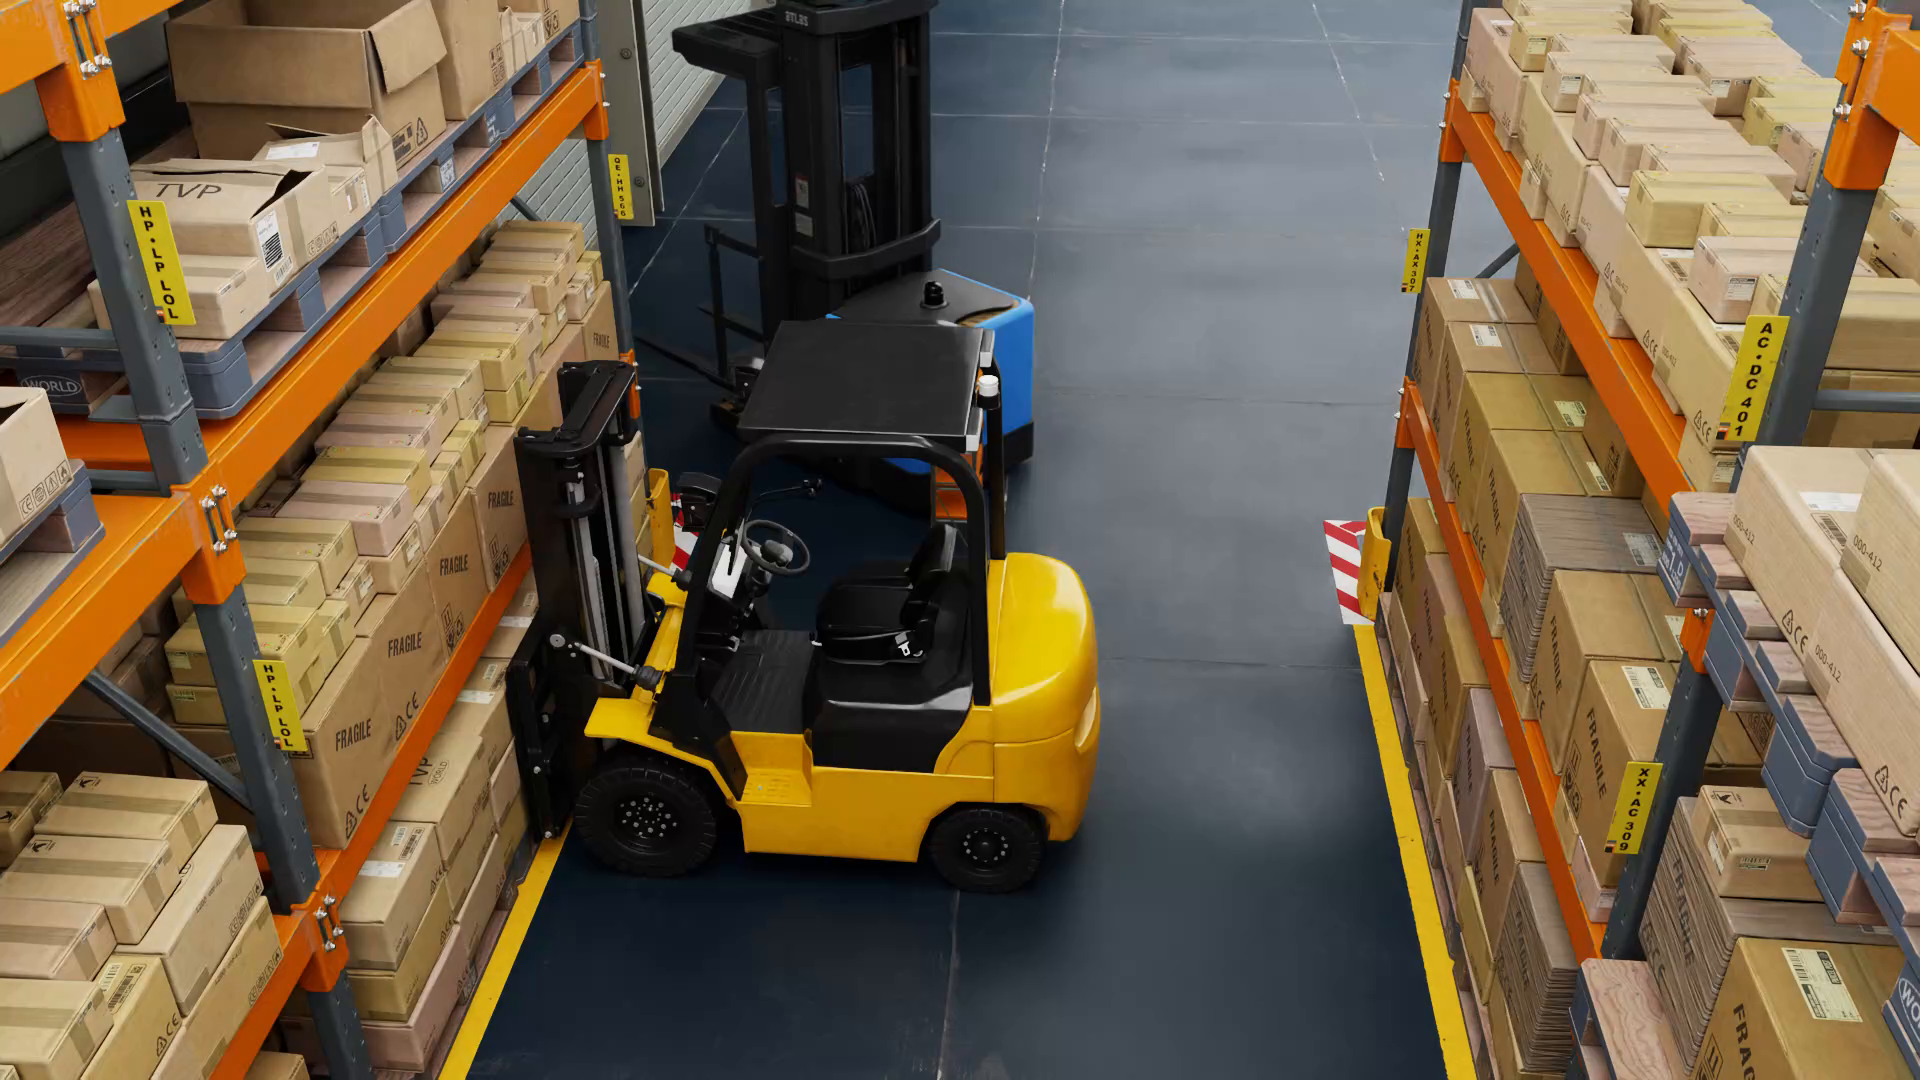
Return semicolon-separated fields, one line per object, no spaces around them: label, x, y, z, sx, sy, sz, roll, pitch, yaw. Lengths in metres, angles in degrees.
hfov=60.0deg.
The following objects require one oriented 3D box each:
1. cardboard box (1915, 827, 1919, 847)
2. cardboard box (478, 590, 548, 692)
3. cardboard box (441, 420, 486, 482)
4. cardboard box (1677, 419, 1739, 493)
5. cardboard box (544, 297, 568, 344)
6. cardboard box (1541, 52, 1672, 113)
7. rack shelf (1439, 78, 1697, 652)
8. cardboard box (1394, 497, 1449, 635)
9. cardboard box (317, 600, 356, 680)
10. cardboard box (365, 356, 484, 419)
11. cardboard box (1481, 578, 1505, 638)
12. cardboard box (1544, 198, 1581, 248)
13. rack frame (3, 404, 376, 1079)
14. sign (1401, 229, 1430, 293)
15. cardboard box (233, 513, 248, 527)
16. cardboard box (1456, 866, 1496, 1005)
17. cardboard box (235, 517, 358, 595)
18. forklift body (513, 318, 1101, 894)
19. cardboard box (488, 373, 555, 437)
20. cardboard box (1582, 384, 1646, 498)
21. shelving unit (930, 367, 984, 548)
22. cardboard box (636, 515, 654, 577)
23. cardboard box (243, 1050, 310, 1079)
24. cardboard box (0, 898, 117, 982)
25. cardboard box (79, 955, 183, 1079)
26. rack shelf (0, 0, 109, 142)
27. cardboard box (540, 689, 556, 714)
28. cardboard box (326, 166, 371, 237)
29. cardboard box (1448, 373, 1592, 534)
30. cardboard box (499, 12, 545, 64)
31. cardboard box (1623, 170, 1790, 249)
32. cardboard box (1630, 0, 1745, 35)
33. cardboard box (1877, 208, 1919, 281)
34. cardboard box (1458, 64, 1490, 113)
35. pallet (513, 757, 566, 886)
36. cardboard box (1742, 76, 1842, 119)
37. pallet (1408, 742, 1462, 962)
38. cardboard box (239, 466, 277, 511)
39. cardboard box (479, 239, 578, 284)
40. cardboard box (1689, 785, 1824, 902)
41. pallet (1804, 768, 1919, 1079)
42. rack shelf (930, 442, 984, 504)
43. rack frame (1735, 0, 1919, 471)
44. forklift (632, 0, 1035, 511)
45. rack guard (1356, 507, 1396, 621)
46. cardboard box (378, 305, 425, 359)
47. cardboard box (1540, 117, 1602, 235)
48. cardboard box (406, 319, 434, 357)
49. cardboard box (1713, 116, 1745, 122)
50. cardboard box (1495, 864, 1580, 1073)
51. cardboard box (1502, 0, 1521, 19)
cardboard box;1.912;0.562;2.642;0.500;0.250;0.500;2;32;3
cardboard box;-2.046;0.451;7.207;0.500;0.250;0.500;2;32;3
cardboard box;-2.095;-0.355;6.534;0.380;0.149;0.250;2;32;3
cardboard box;2.140;-0.212;4.395;0.380;0.149;0.250;3;32;4
cardboard box;-2.026;-1.023;7.617;0.380;0.149;0.250;3;32;5
cardboard box;2.303;-1.632;5.940;0.380;0.149;0.250;3;32;5
rack shelf;2.581;-0.880;5.926;1.077;0.370;4.000;2;32;4
cardboard box;2.402;0.140;7.950;0.500;0.500;0.500;1;32;2
cardboard box;-2.221;0.317;5.444;0.380;0.149;0.250;3;32;5
cardboard box;-2.141;-0.612;6.667;0.380;0.149;0.250;3;32;5
cardboard box;2.256;0.262;6.485;0.380;0.149;0.250;3;32;4
cardboard box;2.311;-1.150;5.918;0.380;0.149;0.250;2;32;3
rack frame;-2.529;0.926;5.168;1.000;3.000;0.127;2;32;4
sign;2.203;-1.347;8.031;0.100;0.325;0.005;2;32;4
cardboard box;-2.760;0.021;5.923;0.380;0.149;0.250;3;32;4
cardboard box;2.232;1.529;6.411;0.500;0.250;0.500;2;32;3
cardboard box;-2.264;0.053;5.589;0.380;0.149;0.250;2;32;3
forklift body;-0.539;0.266;7.049;2.313;2.155;1.214;2;32;4
cardboard box;-2.074;-0.400;7.226;0.500;0.500;0.500;2;32;3
cardboard box;2.754;-0.483;6.124;0.700;0.500;0.500;2;32;4
shelving unit;-0.013;-0.424;9.075;0.258;1.200;0.503;2;32;4
cardboard box;-1.927;0.086;8.753;0.500;0.250;0.500;3;32;4
cardboard box;-2.560;2.032;5.237;0.875;0.625;0.625;4;32;6
cardboard box;-2.411;1.057;4.242;0.380;0.149;0.250;2;32;4
cardboard box;-2.349;1.314;4.205;0.500;0.250;0.500;2;32;3
rack shelf;-2.692;-0.105;2.191;1.077;0.370;4.000;2;32;4
cardboard box;-2.048;0.676;7.319;0.500;0.250;0.500;2;32;4
cardboard box;-2.127;-1.089;5.322;0.380;0.149;0.250;3;32;5
cardboard box;2.350;-0.351;6.862;0.500;0.500;0.500;2;32;3
cardboard box;-1.968;-2.110;6.980;0.380;0.149;0.250;2;32;3
cardboard box;2.172;-0.961;4.851;0.380;0.149;0.250;3;32;5
cardboard box;2.952;-2.142;6.767;0.380;0.149;0.250;3;32;5
cardboard box;2.792;-0.799;4.588;0.380;0.149;0.250;1;32;2
cardboard box;2.394;-1.966;7.241;0.380;0.149;0.250;2;32;4
pallet;-2.326;1.060;7.609;1.003;0.211;1.213;2;32;4
cardboard box;2.920;-1.472;5.680;0.380;0.149;0.250;3;32;5
pallet;2.535;1.331;7.169;1.003;0.211;1.213;2;32;4
cardboard box;-2.735;-0.236;6.056;0.380;0.149;0.250;2;32;3
cardboard box;-2.011;-1.284;7.758;0.380;0.149;0.250;3;32;4
cardboard box;2.028;0.743;4.068;0.380;0.149;0.250;2;32;4
pallet;2.181;0.800;2.693;1.213;0.211;1.003;2;32;4
rack shelf;-0.013;-0.367;9.110;0.258;0.148;0.480;2;32;4
rack frame;2.419;-1.418;3.253;1.000;3.000;0.127;2;32;4
forklift;-0.962;-2.077;10.106;3.031;2.935;1.130;26;40;36
rack guard;2.738;0.149;8.812;1.175;0.500;0.348;2;32;4
cardboard box;-2.537;-0.902;7.138;0.380;0.149;0.250;3;32;6
cardboard box;2.308;-1.242;5.687;0.500;0.250;0.500;3;32;5
cardboard box;-2.556;-0.916;7.444;0.380;0.149;0.250;1;32;2
cardboard box;2.892;-1.481;6.075;0.500;0.250;0.500;3;32;5
cardboard box;2.199;1.488;5.762;0.500;0.500;0.500;2;32;3
cardboard box;2.512;-2.288;7.003;0.380;0.149;0.250;2;32;4
